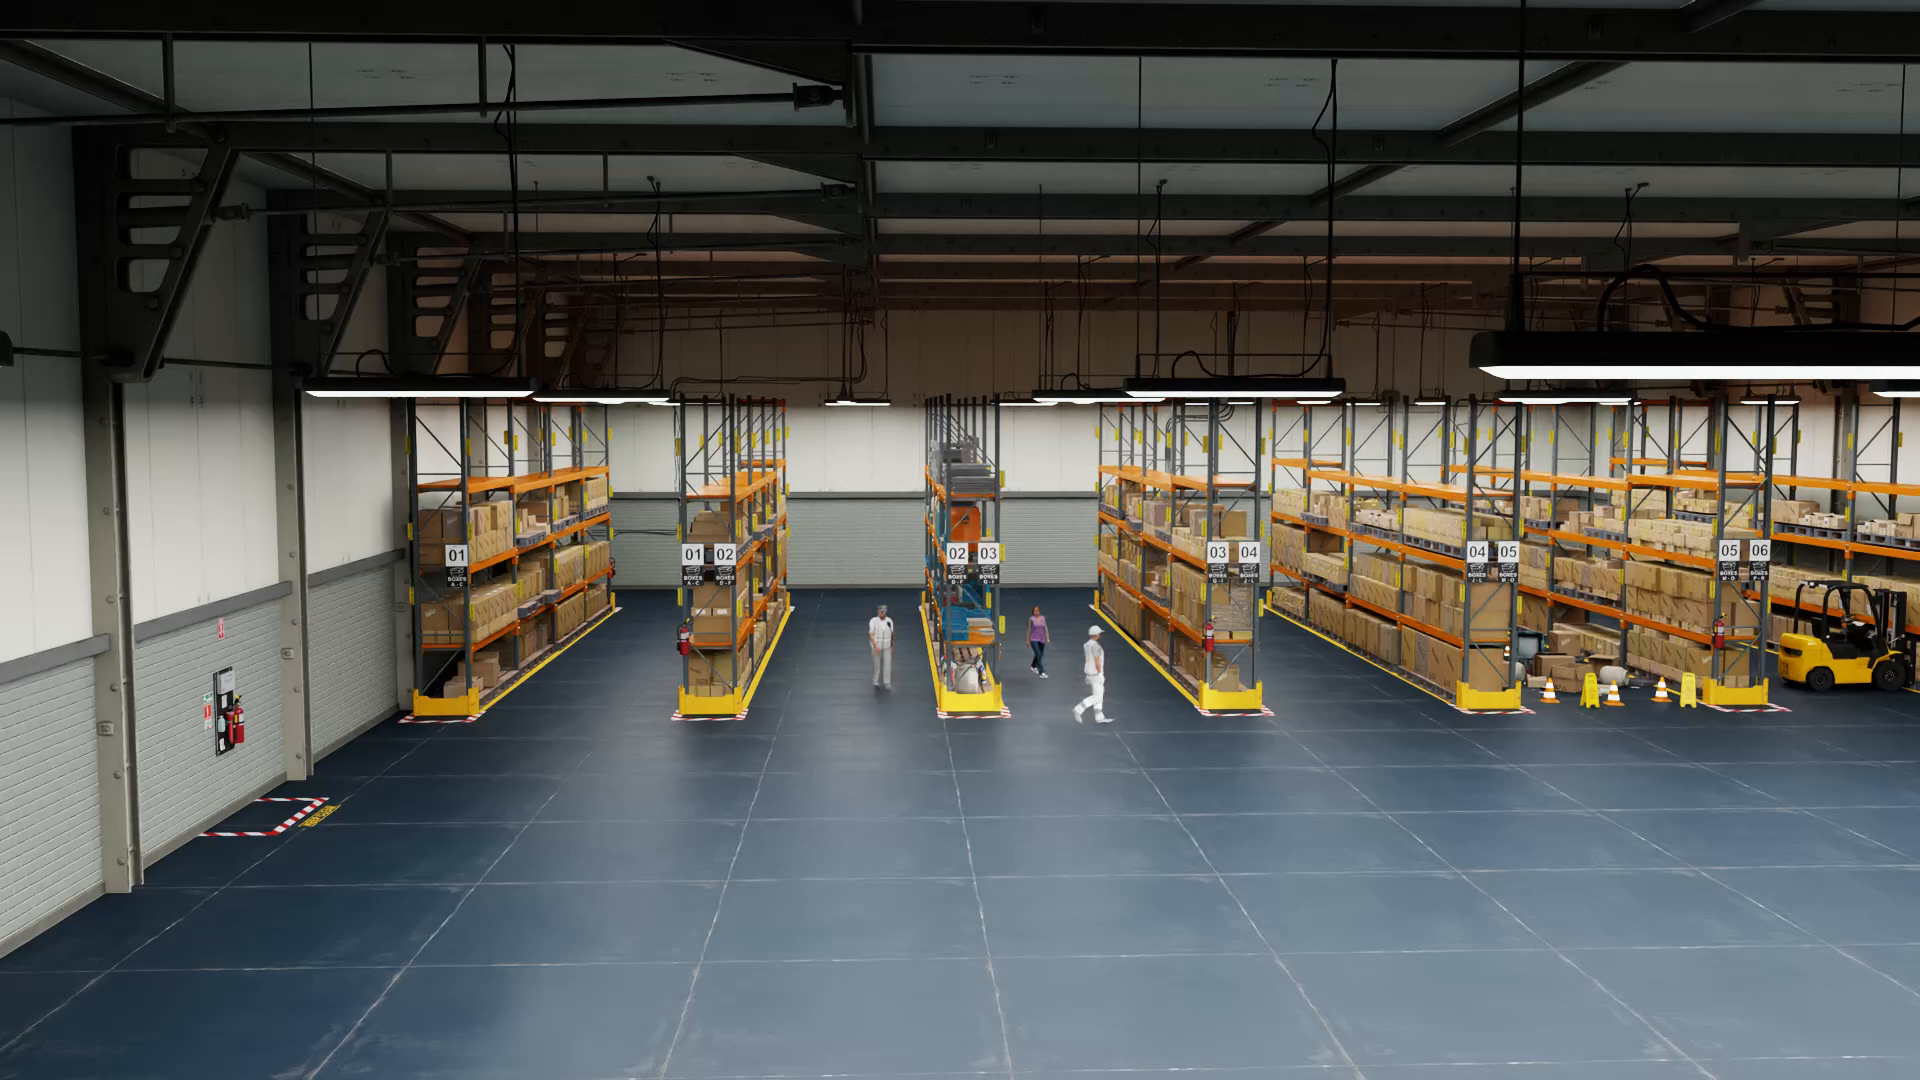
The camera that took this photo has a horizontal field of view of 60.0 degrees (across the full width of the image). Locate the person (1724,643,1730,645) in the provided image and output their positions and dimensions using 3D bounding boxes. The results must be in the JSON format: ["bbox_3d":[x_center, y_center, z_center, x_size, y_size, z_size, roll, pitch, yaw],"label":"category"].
[{"bbox_3d":[16.560,1.984,36.220,0.562,1.771,0.575,-4,6,-42],"label":"person"}]

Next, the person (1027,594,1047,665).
[{"bbox_3d":[1.640,1.938,35.538,0.426,1.536,0.691,0,5,3],"label":"person"}]

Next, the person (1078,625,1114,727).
[{"bbox_3d":[2.491,2.463,30.161,0.727,1.841,0.391,4,6,42],"label":"person"}]

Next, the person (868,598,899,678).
[{"bbox_3d":[-1.530,2.024,34.010,0.863,1.662,0.526,4,6,45],"label":"person"}]
